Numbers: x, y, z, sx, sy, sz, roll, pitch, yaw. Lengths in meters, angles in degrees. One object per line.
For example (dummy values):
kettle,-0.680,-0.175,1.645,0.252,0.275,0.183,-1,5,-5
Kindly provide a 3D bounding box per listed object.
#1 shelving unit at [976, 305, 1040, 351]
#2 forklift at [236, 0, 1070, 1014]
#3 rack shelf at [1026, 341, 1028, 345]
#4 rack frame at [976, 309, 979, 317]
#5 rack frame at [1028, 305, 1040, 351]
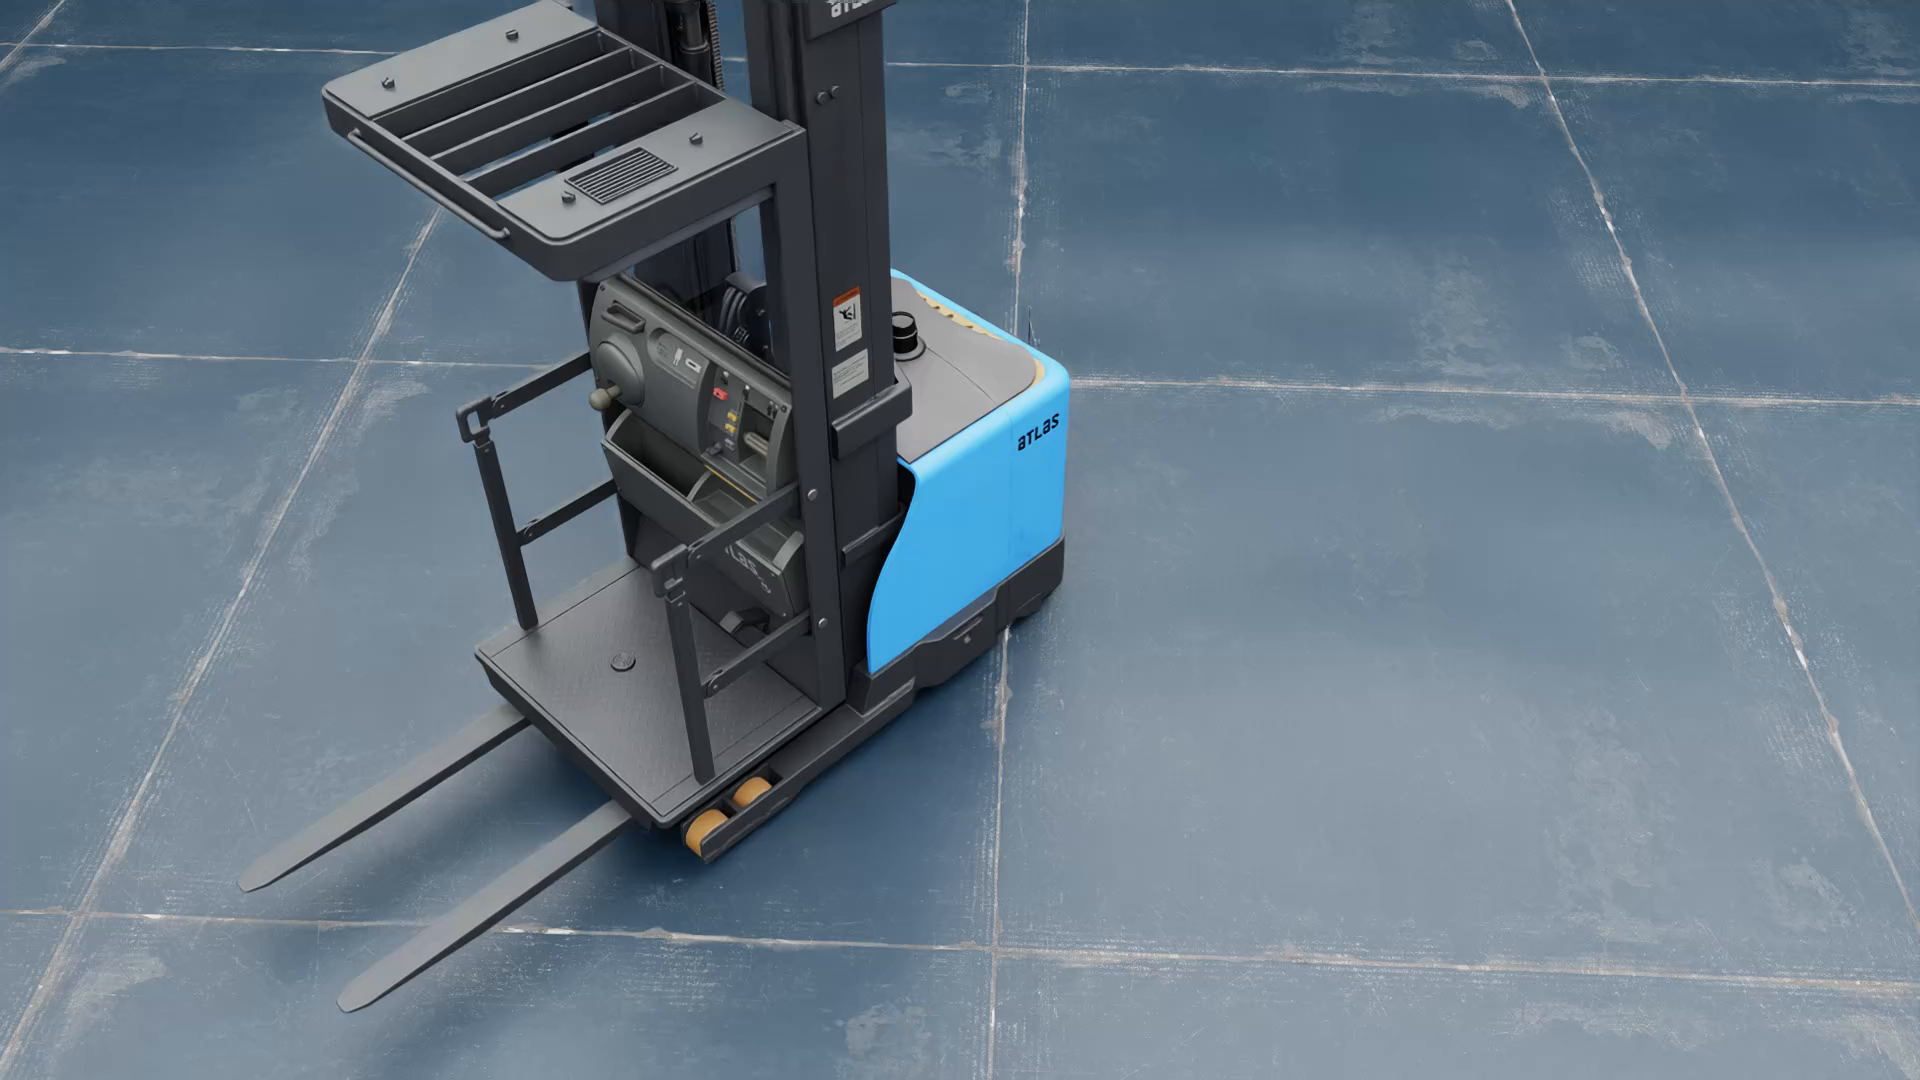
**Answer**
shelving unit,0.181,-0.486,6.612,0.210,0.900,0.258,-5,43,-5
forklift,-0.991,-0.401,5.031,1.130,2.935,3.031,34,53,31
rack shelf,0.181,-0.659,6.450,0.200,0.077,0.258,-5,43,-5
rack frame,0.080,-0.478,6.603,0.006,0.900,0.240,-5,43,-5
rack frame,0.282,-0.494,6.620,0.006,0.900,0.240,-5,43,-5
